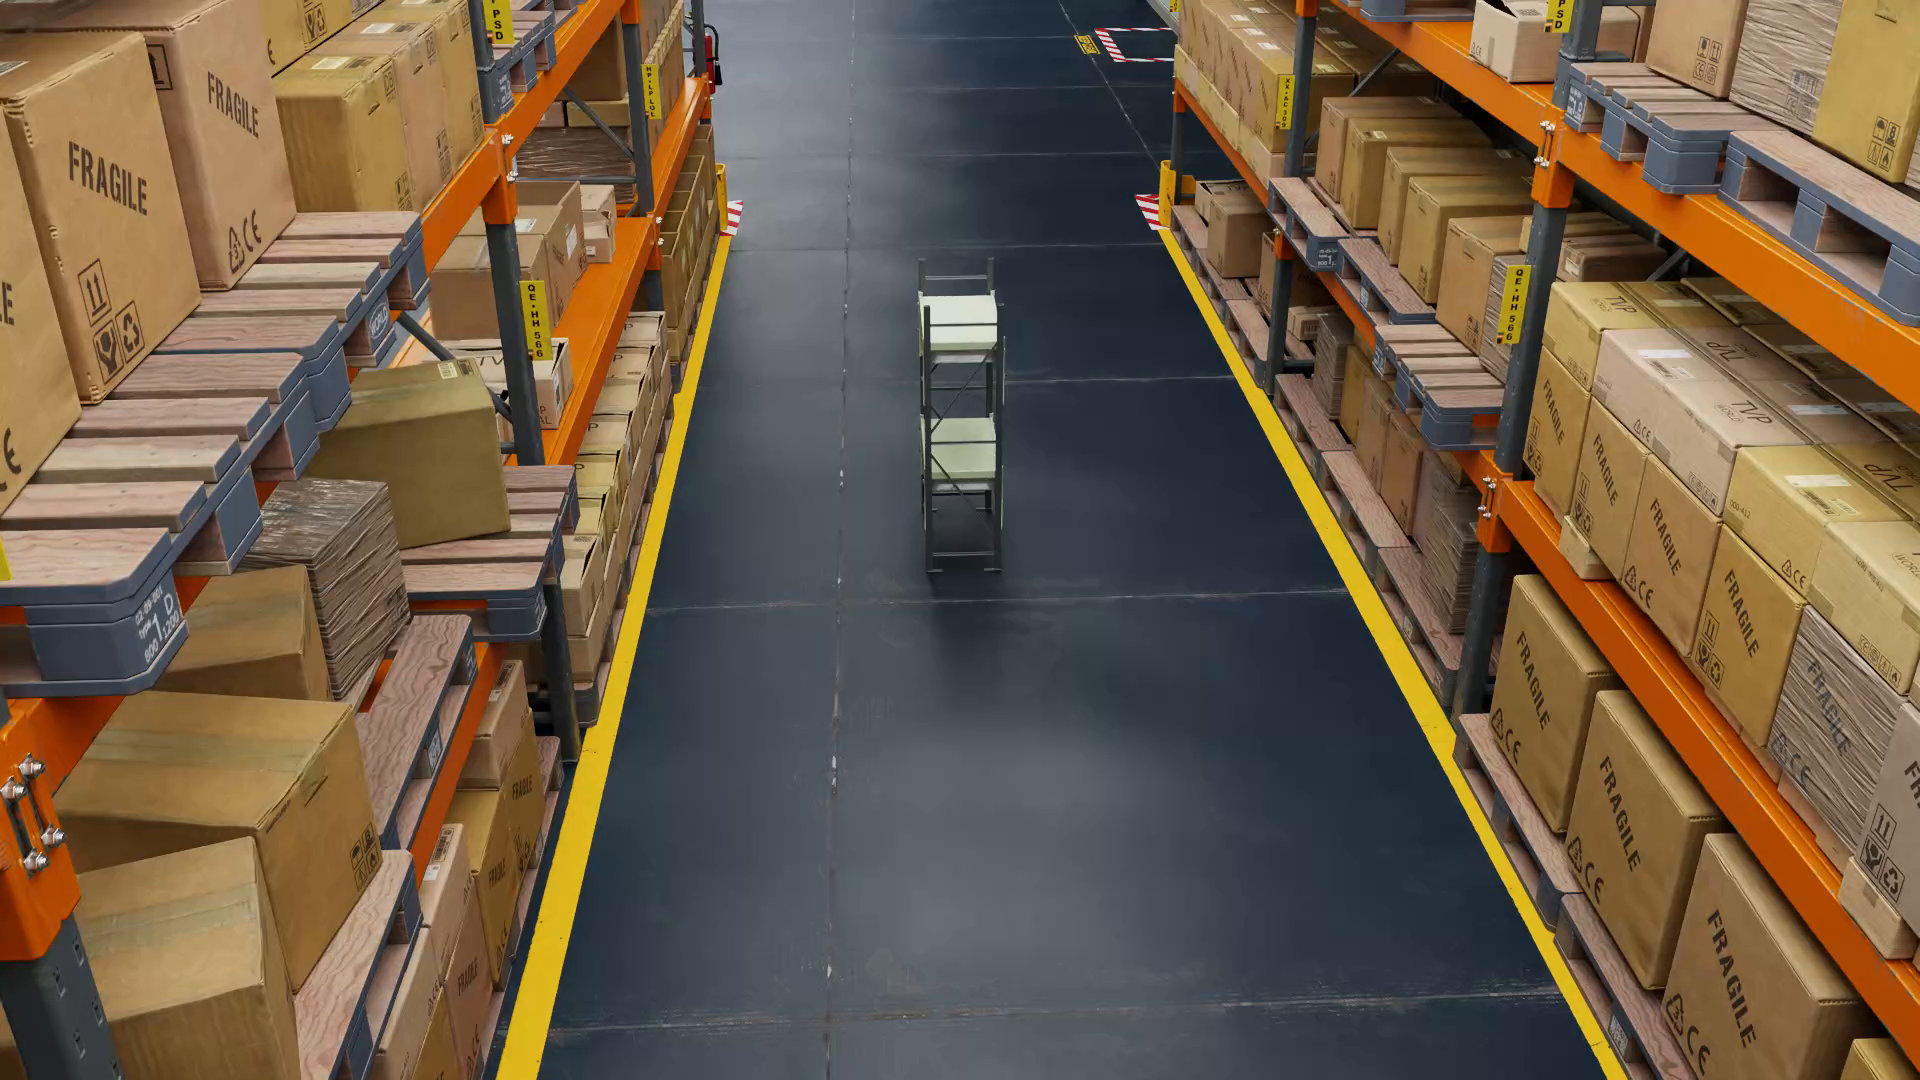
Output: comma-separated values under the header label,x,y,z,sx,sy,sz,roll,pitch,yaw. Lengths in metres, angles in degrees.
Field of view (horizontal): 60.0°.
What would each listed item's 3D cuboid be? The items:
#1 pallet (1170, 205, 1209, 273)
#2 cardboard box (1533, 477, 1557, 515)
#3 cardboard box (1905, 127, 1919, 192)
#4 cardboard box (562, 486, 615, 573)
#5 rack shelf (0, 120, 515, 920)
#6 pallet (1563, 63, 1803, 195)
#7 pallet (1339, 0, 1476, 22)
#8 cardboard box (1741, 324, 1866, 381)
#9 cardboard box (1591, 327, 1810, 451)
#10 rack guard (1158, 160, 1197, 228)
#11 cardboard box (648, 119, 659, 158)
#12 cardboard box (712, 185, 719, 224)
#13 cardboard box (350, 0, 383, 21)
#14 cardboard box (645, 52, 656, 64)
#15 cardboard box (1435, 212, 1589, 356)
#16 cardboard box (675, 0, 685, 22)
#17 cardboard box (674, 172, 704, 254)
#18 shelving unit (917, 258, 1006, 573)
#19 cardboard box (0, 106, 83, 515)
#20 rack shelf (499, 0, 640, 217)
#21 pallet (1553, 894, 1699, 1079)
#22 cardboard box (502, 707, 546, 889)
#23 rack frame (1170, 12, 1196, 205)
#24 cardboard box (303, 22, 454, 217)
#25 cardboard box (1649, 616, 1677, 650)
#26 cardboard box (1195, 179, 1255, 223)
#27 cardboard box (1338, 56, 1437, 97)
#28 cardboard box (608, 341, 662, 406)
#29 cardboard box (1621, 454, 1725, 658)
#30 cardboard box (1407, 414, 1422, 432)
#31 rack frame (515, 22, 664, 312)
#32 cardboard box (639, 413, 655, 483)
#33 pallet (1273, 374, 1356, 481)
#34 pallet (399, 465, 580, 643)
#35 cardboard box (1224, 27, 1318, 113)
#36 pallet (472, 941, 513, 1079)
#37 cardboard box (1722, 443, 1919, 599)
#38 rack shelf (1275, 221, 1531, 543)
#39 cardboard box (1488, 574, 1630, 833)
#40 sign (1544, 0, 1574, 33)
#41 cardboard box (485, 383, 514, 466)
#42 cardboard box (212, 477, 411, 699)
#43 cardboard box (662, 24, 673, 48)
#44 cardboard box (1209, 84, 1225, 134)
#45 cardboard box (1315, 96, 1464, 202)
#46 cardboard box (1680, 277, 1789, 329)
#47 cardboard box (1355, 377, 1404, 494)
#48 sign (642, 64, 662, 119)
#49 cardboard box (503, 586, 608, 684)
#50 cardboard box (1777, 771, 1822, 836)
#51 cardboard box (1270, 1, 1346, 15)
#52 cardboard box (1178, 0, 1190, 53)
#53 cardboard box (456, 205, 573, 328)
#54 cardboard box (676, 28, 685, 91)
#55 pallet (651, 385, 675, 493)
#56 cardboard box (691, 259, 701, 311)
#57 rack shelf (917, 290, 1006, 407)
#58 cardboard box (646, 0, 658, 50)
label,x,y,z,sx,sy,sz,roll,pitch,yaw
pallet,2.348,-2.524,13.861,1.003,0.211,1.213,-1,28,-3
cardboard box,2.540,-0.217,6.672,0.380,0.149,0.250,-2,28,-3
cardboard box,2.971,-1.097,4.281,0.700,0.500,0.500,-1,28,-3
cardboard box,-1.962,-0.063,8.039,0.500,0.311,0.500,-2,28,-4
rack shelf,-2.088,-0.443,4.390,1.077,0.370,4.000,-1,28,-3
pallet,2.841,-1.427,5.703,1.213,0.211,1.003,0,28,0
pallet,2.529,-2.804,8.343,1.213,0.211,1.003,-1,28,-3
cardboard box,3.061,-0.552,5.803,0.500,0.250,0.500,-2,28,-4
cardboard box,2.550,-0.531,5.761,0.500,0.250,0.500,-2,28,-3
rack guard,2.341,-3.028,14.515,1.175,0.500,0.348,-1,28,-3
cardboard box,-2.487,-2.927,11.511,0.700,0.500,0.500,-1,28,-2
cardboard box,-2.287,-2.777,13.849,0.500,0.250,0.500,-1,28,-3
cardboard box,-2.176,-1.972,5.354,0.500,0.500,0.500,-1,28,-3
cardboard box,-2.293,-3.259,11.445,0.380,0.149,0.250,-2,28,-4
cardboard box,2.664,-1.191,7.705,0.700,0.500,0.500,-4,28,-7
cardboard box,-2.400,-4.210,13.269,0.380,0.149,0.250,-2,28,-4
cardboard box,-2.193,-2.417,12.349,0.500,0.500,0.500,-1,28,-3
shelving unit,0.000,-0.668,8.909,0.431,1.500,0.755,-1,28,-3
cardboard box,-1.936,-0.348,2.759,0.600,0.600,0.600,-4,28,-8
rack shelf,-2.297,-2.290,7.932,1.077,0.370,4.000,-1,28,-3
pallet,2.781,1.687,5.787,1.003,0.211,1.213,-1,28,-3
cardboard box,-1.909,0.984,6.347,0.500,0.500,0.500,0,28,-1
rack frame,2.337,-4.172,14.005,1.000,3.000,0.127,-1,28,-3
cardboard box,-2.109,-1.294,5.135,0.910,0.500,0.500,-1,28,-3
cardboard box,2.633,0.257,5.763,0.380,0.149,0.250,-1,28,-2
cardboard box,2.283,-2.853,13.908,0.500,0.311,0.500,-4,28,-8
cardboard box,2.730,-2.821,10.745,0.500,0.500,0.500,-2,28,-4
cardboard box,-2.060,-0.998,9.833,0.500,0.311,0.500,-1,28,-1
cardboard box,2.567,0.040,5.479,0.500,0.500,0.500,-2,28,-3
cardboard box,2.666,-0.730,8.822,0.500,0.250,0.500,-2,28,-3
rack frame,-2.401,-2.203,10.230,1.000,3.000,0.127,-1,28,-3
cardboard box,-2.038,-0.516,9.514,0.500,0.250,0.500,-1,28,-2
pallet,2.588,-0.728,10.418,1.003,0.211,1.213,-1,28,-3
pallet,-2.087,0.041,6.136,1.213,0.211,1.003,-1,28,-3
cardboard box,2.165,-3.273,11.612,0.500,0.500,0.500,-2,28,-4
pallet,-2.130,1.788,5.593,1.003,0.211,1.213,-1,28,-3
cardboard box,2.612,-0.064,4.867,0.500,0.250,0.500,-2,28,-4
rack shelf,2.650,-1.082,8.858,1.077,0.370,4.000,-1,28,-3
cardboard box,2.662,0.633,6.664,0.750,0.750,0.750,-2,28,-3
sign,2.212,-2.024,6.084,0.100,0.325,0.005,-1,28,-3
cardboard box,-2.168,-0.485,7.033,0.500,0.311,0.500,0,28,1
cardboard box,-2.190,0.129,5.197,0.700,0.500,0.500,4,28,7
cardboard box,-2.346,-3.734,12.356,0.380,0.149,0.250,-1,28,-1
cardboard box,2.131,-3.173,12.230,0.500,0.250,0.500,-1,28,-2
cardboard box,2.538,-2.328,9.886,0.700,0.500,0.500,-1,28,-2
cardboard box,3.037,-0.791,6.262,0.500,0.250,0.500,-1,28,-1
cardboard box,2.664,-0.598,9.379,0.700,0.500,0.500,-1,28,-2
sign,-1.860,-2.699,10.014,0.100,0.325,0.005,-1,28,-3
cardboard box,-1.926,0.428,7.704,0.500,0.250,0.500,-1,28,-3
cardboard box,2.640,0.736,4.846,0.380,0.149,0.250,-2,28,-4
cardboard box,2.621,-3.762,12.550,0.500,0.500,0.500,-2,28,-4
cardboard box,2.062,-4.219,13.425,0.500,0.500,0.500,-1,28,-3
cardboard box,-2.324,-1.418,8.616,0.500,0.500,0.500,-1,28,-3
cardboard box,-2.598,-3.879,13.335,0.700,0.500,0.500,-1,28,-3
pallet,-2.324,-0.627,10.224,1.003,0.211,1.213,-1,28,-3
cardboard box,-2.165,-1.854,12.079,0.500,0.250,0.500,-1,28,-3
rack shelf,0.000,-1.014,8.729,0.431,0.370,0.720,-1,28,-3
cardboard box,-2.509,-3.723,11.633,0.700,0.500,0.500,-1,28,-3
